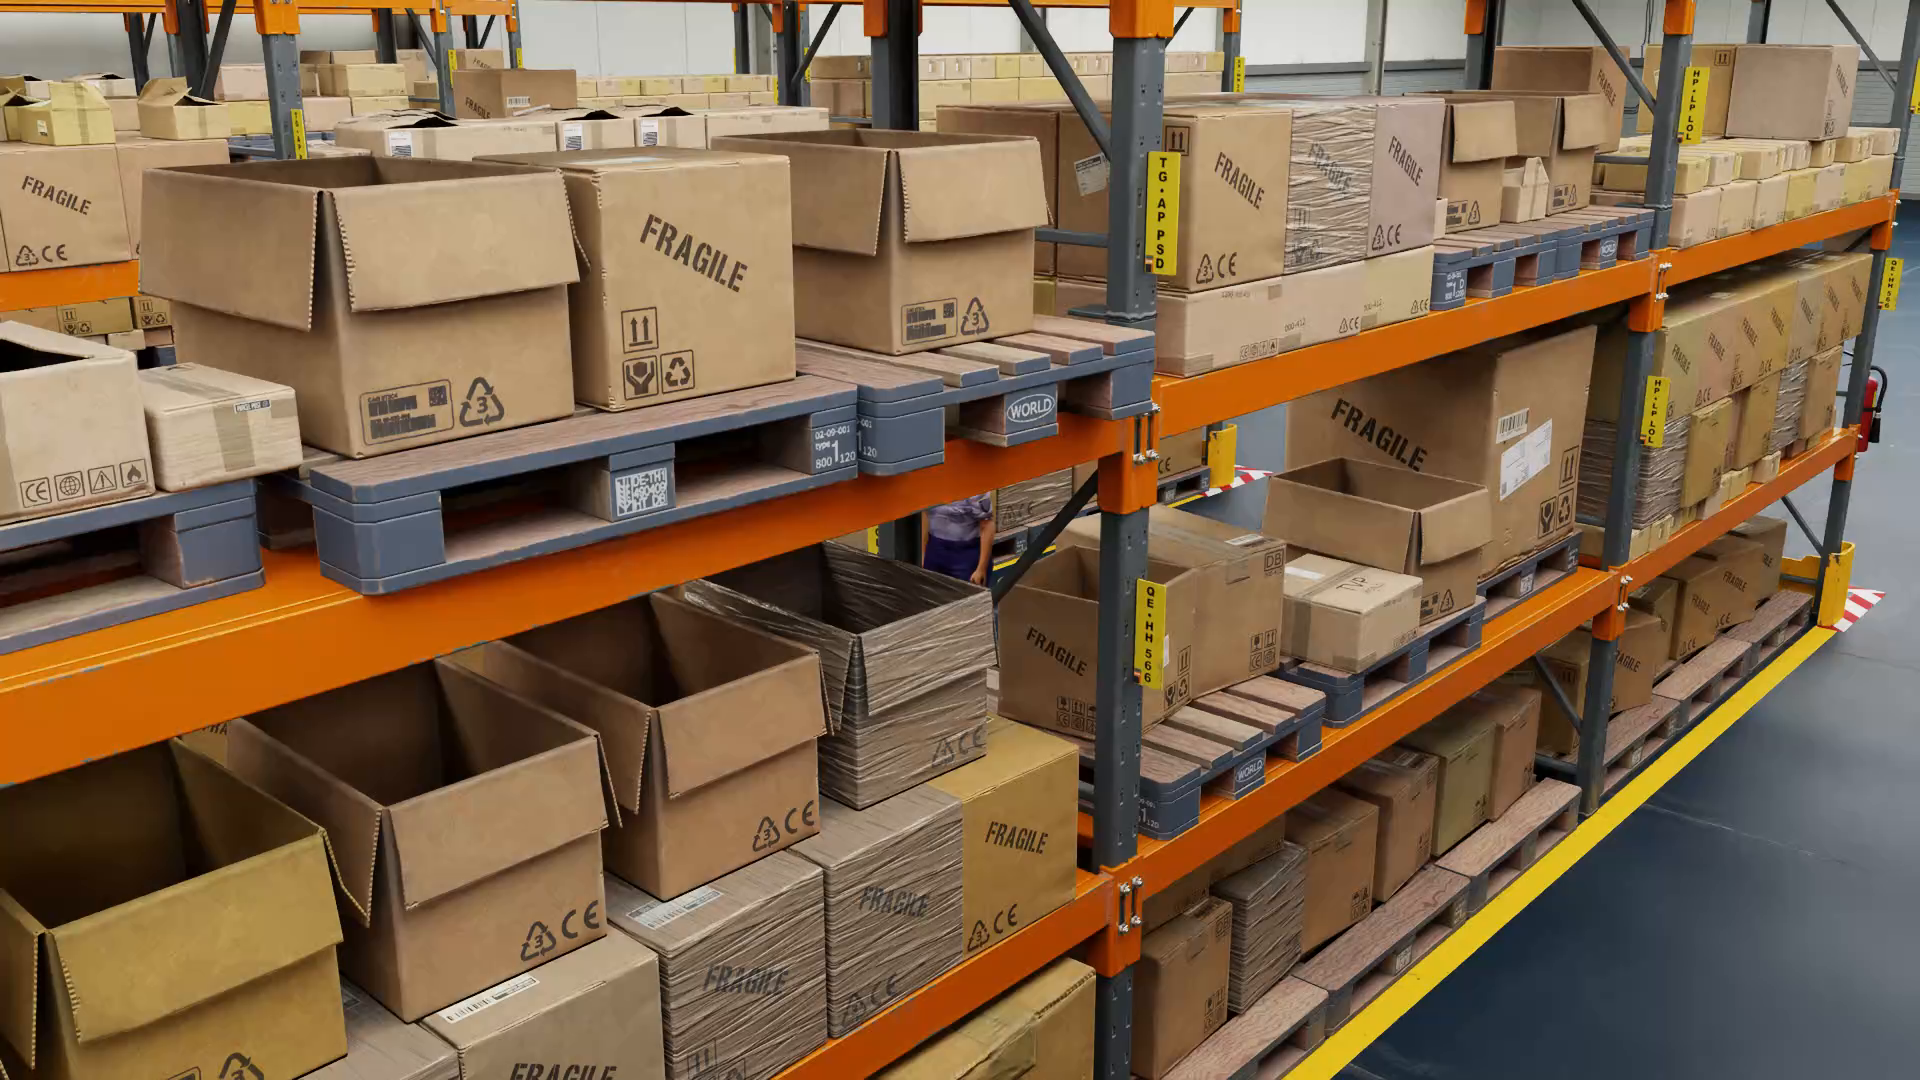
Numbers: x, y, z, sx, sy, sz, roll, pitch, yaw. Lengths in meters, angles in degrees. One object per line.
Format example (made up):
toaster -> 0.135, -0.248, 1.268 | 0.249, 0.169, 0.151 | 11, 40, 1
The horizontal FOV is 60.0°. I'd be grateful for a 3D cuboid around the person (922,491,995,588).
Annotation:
person -> -0.034, 0.132, 9.626 | 0.542, 1.652, 0.368 | 15, 22, 39
